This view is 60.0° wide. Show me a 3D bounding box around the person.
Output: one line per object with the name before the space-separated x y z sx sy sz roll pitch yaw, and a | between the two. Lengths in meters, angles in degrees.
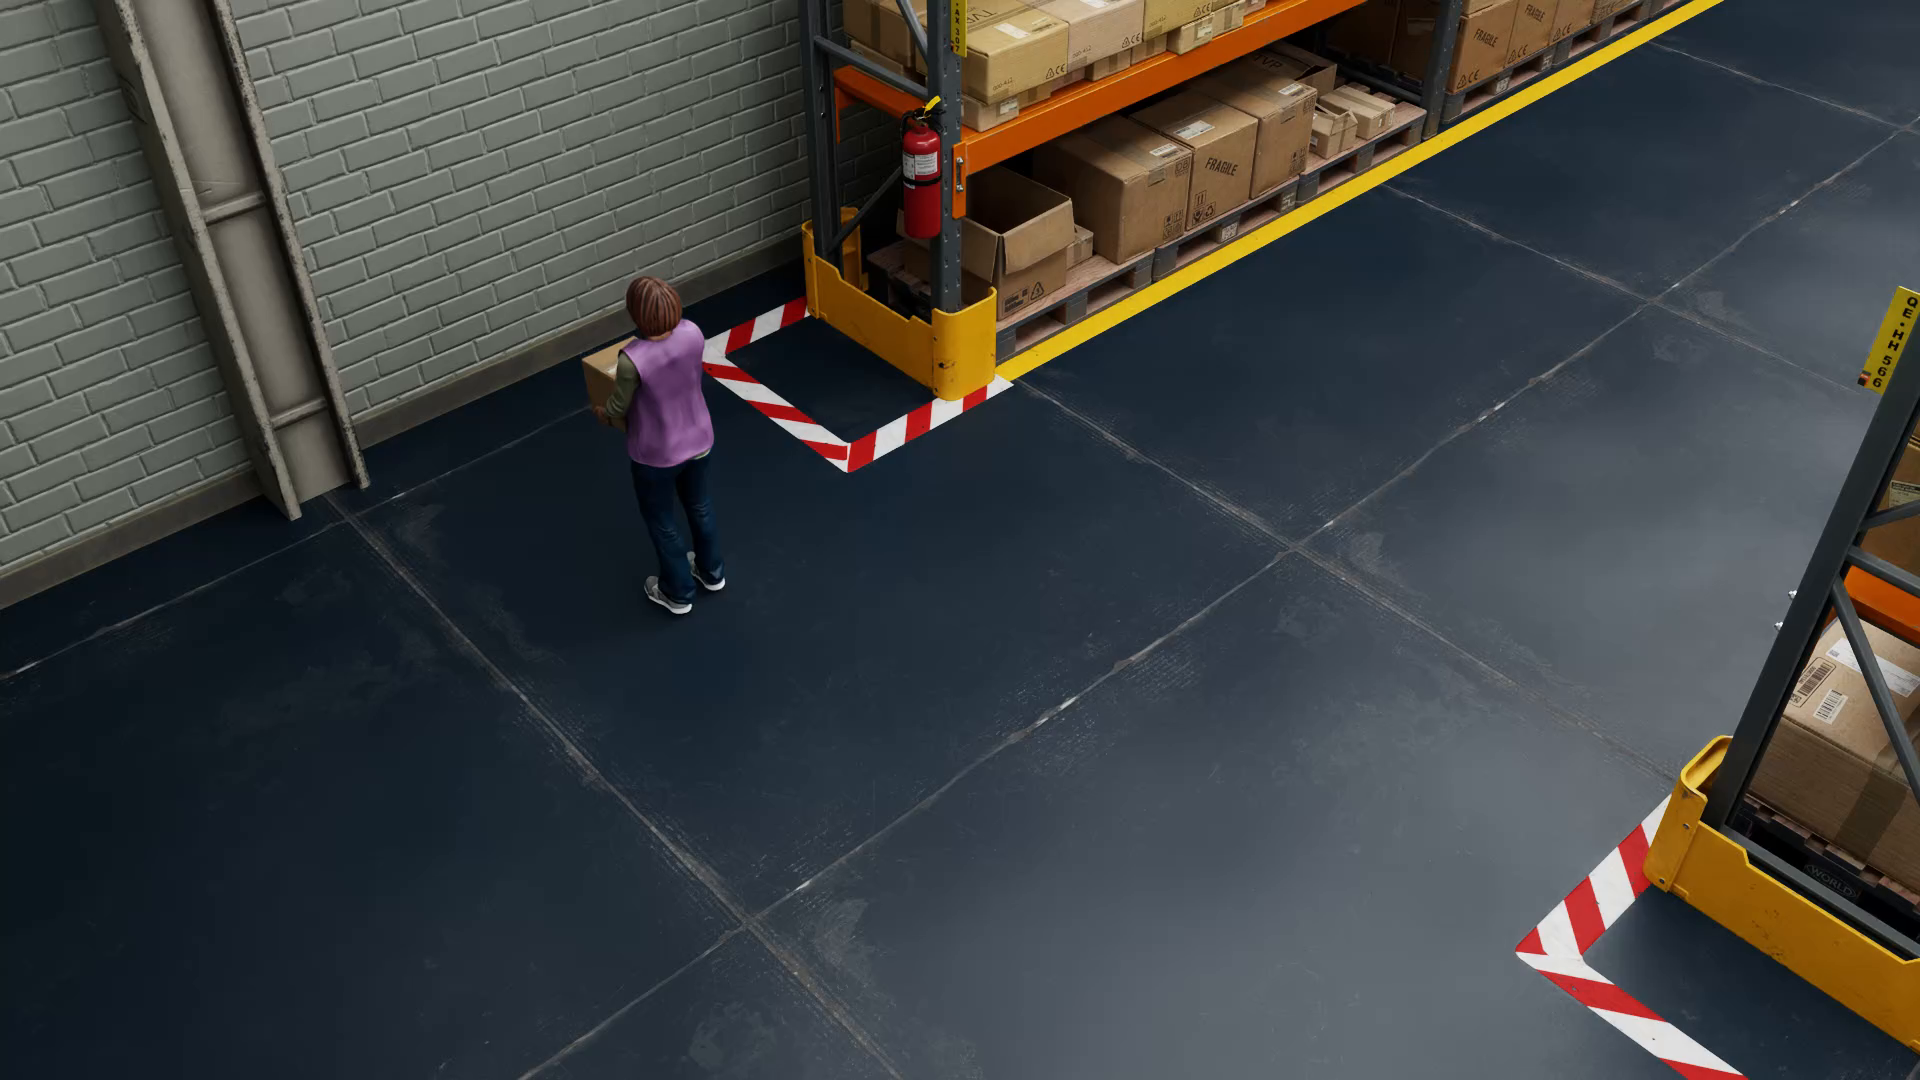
person | -1.210 -0.409 6.644 0.412 1.595 0.486 -31 49 -31
